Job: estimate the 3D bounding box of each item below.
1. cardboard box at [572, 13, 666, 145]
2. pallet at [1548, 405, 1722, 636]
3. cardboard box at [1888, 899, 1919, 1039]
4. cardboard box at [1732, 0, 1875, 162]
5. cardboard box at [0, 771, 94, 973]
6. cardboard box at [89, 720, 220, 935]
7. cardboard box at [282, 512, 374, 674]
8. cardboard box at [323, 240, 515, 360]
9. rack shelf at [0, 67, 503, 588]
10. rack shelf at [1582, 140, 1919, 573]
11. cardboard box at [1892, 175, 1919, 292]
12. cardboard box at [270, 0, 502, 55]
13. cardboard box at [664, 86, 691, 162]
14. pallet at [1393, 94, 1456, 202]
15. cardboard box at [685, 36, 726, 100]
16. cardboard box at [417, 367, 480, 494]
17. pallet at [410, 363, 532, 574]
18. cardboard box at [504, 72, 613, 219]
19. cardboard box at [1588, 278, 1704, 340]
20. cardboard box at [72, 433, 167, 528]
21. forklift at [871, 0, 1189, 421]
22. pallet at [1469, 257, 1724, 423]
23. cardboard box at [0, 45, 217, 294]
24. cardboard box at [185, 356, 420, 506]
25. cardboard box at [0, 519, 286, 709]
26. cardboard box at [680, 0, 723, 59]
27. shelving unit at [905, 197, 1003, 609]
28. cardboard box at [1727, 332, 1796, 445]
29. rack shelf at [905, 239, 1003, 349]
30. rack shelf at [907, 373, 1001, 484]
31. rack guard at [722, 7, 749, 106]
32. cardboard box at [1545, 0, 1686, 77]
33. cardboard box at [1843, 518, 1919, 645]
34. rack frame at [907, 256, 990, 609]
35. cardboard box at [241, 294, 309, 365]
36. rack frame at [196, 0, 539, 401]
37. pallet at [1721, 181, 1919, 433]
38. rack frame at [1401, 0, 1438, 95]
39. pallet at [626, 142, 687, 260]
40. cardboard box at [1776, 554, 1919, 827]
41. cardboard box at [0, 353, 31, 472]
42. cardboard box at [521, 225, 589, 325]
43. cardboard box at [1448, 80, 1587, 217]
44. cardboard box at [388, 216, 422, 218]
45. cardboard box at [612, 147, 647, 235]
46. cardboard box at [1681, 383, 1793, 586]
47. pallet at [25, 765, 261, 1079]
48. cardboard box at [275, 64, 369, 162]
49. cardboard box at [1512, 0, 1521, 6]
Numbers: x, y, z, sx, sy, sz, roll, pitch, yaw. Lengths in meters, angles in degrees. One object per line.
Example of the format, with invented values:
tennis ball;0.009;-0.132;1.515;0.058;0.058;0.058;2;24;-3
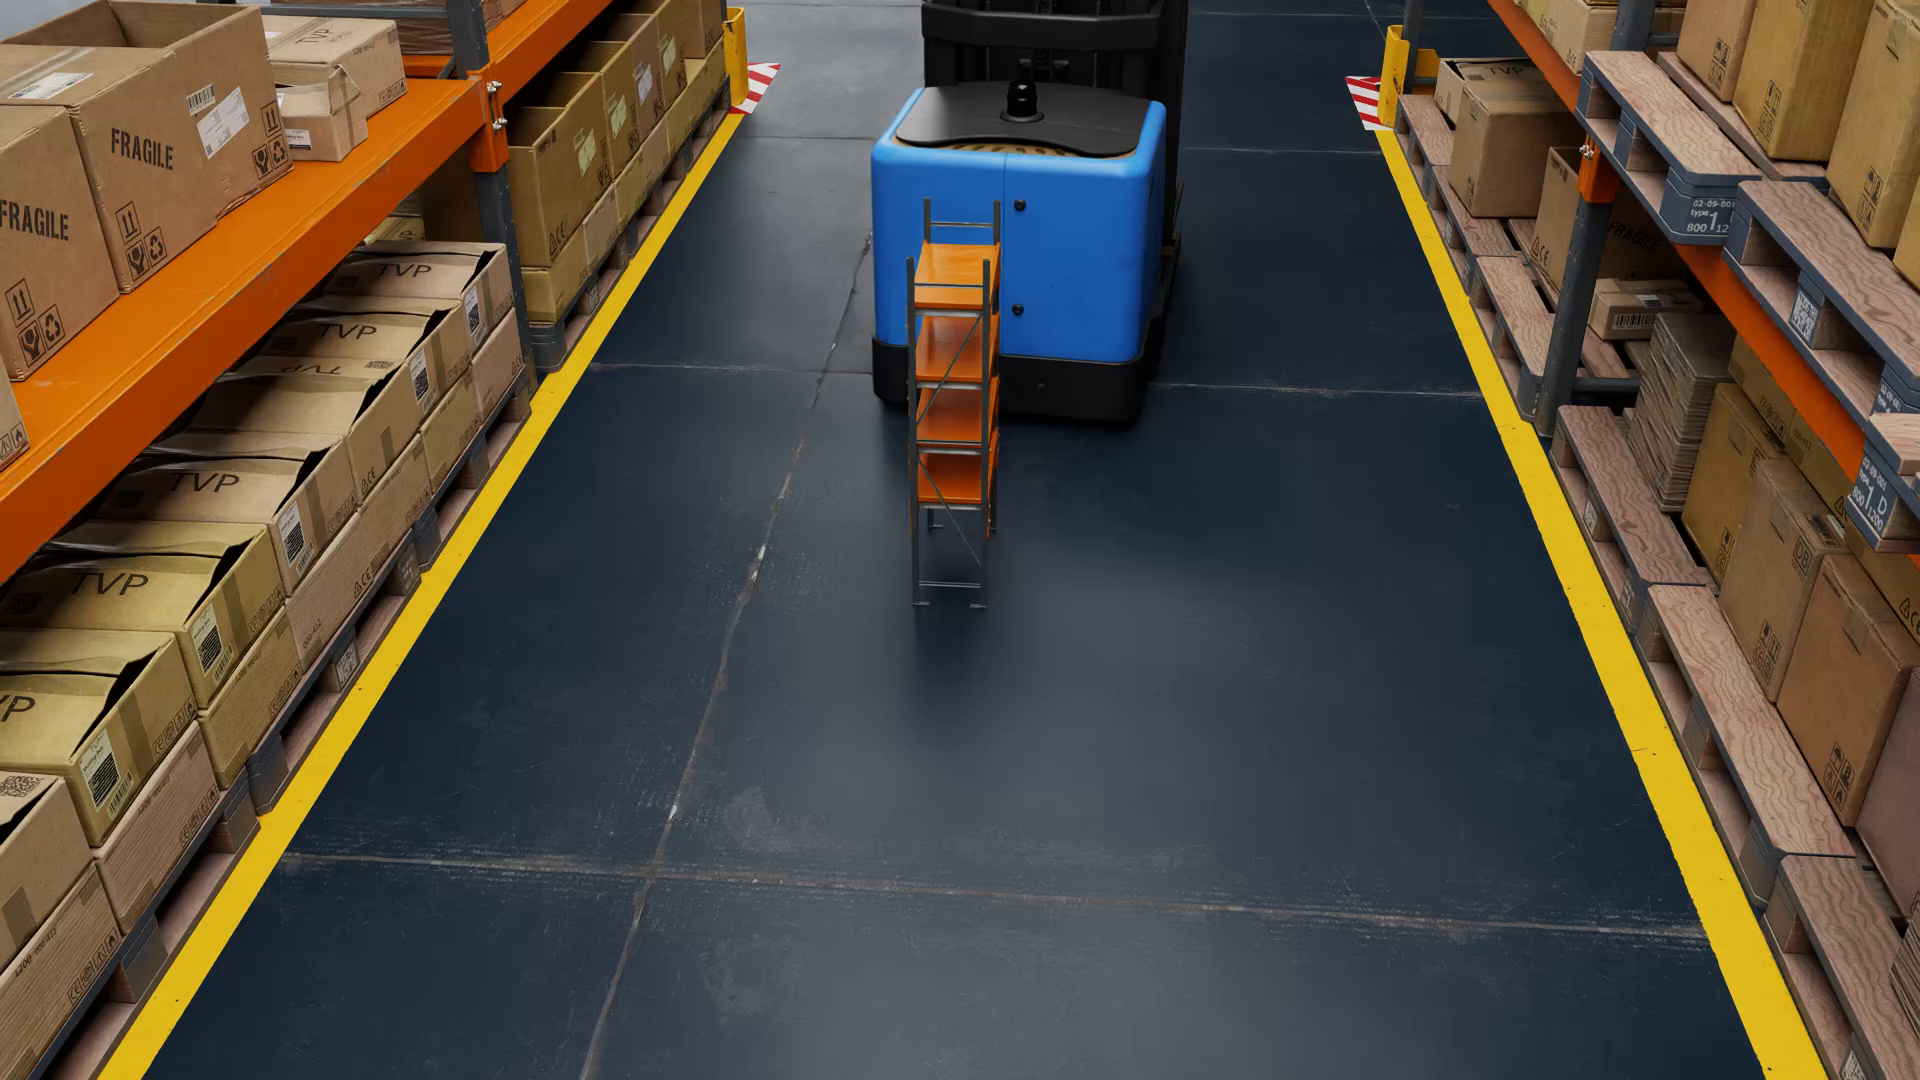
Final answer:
cardboard box;-1.743;-2.224;8.006;0.500;0.500;0.500;2;32;4
pallet;2.663;-0.079;5.677;1.003;0.211;1.213;2;32;4
cardboard box;2.406;0.916;3.367;0.700;0.500;0.500;3;32;5
cardboard box;2.597;-1.347;4.562;0.700;0.500;0.500;6;32;9
cardboard box;-2.203;0.700;3.441;0.500;0.311;0.500;3;32;6
cardboard box;-2.163;0.676;4.014;0.500;0.250;0.500;2;32;3
cardboard box;-2.084;0.136;4.891;0.500;0.250;0.500;3;32;5
cardboard box;-1.960;-0.906;6.047;0.500;0.311;0.500;2;32;4
rack shelf;-2.375;-0.531;4.438;1.077;0.370;4.000;2;32;4
rack shelf;2.562;-0.321;4.098;1.077;0.370;4.000;2;32;4
cardboard box;2.507;-0.710;3.529;0.700;0.500;0.500;2;32;4
cardboard box;-2.183;-2.158;6.297;0.700;0.500;0.500;2;32;3
cardboard box;-1.704;-2.166;8.627;0.500;0.250;0.500;2;32;4
pallet;2.943;-2.115;8.981;1.003;0.211;1.213;2;32;4
cardboard box;-1.636;-2.690;9.476;0.500;0.250;0.500;2;32;4
cardboard box;-2.000;-0.398;5.757;0.500;0.250;0.500;2;32;3
pallet;-2.234;-0.309;6.050;1.003;0.211;1.213;2;32;4
cardboard box;-1.830;-1.701;7.158;0.500;0.500;0.500;2;32;4
cardboard box;2.739;-0.936;6.690;0.380;0.166;0.250;-2;32;-2
cardboard box;-2.618;-0.121;4.773;0.500;0.311;0.500;3;32;5
forklift;0.438;-2.463;6.954;1.130;2.935;3.031;6;32;9
pallet;2.744;-0.839;6.910;1.003;0.211;1.213;2;32;4
cardboard box;-2.375;-0.987;4.398;0.500;0.500;0.500;3;32;4
cardboard box;-2.039;-0.373;5.182;0.500;0.311;0.500;2;32;4
cardboard box;-2.125;0.159;4.320;0.500;0.311;0.500;2;32;3
cardboard box;-1.634;-3.009;9.279;0.500;0.500;0.500;2;32;4
shelving unit;-0.013;-0.424;5.295;0.258;1.200;0.503;2;32;4
cardboard box;2.649;-0.500;4.950;0.500;0.250;0.500;2;32;3
rack shelf;-0.013;-0.759;5.089;0.258;0.148;0.480;2;32;4
rack shelf;-0.013;-0.367;5.330;0.258;0.148;0.480;2;32;4
rack guard;-1.885;-2.923;10.017;1.175;0.500;0.348;2;32;4
cardboard box;2.461;-1.879;6.063;0.500;0.250;0.500;3;32;4
cardboard box;2.552;0.033;4.087;0.500;0.250;0.500;2;32;4
rack frame;-0.033;-0.297;5.088;0.240;1.200;0.015;2;32;4
cardboard box;-2.541;-0.663;5.653;0.500;0.311;0.500;2;32;3
rack frame;-2.213;-1.883;5.947;1.000;3.000;0.127;2;32;4
pallet;2.520;-0.537;3.945;1.003;0.211;1.213;2;32;4
rack frame;3.051;-3.765;9.000;1.000;3.000;0.127;2;32;4
pallet;-2.009;-1.750;8.388;1.003;0.211;1.213;2;32;4
cardboard box;2.576;0.391;4.220;0.700;0.500;0.500;2;32;4
cardboard box;-2.272;-0.213;3.321;0.500;0.311;0.500;2;32;3
cardboard box;-1.873;-1.121;6.930;0.500;0.250;0.500;2;32;4
cardboard box;2.749;-1.851;7.857;0.700;0.500;0.500;1;32;1
cardboard box;-2.342;-1.404;7.390;0.500;0.250;0.500;2;32;4
cardboard box;-1.781;-1.643;7.778;0.500;0.250;0.500;2;32;4
cardboard box;2.690;-0.139;5.079;0.700;0.500;0.500;2;32;3
pallet;-2.432;0.967;3.980;1.003;0.211;1.213;2;32;4
cardboard box;-2.101;-1.358;5.223;0.396;0.266;0.258;2;32;3
cardboard box;2.536;-2.403;6.913;0.500;0.250;0.500;2;32;4
